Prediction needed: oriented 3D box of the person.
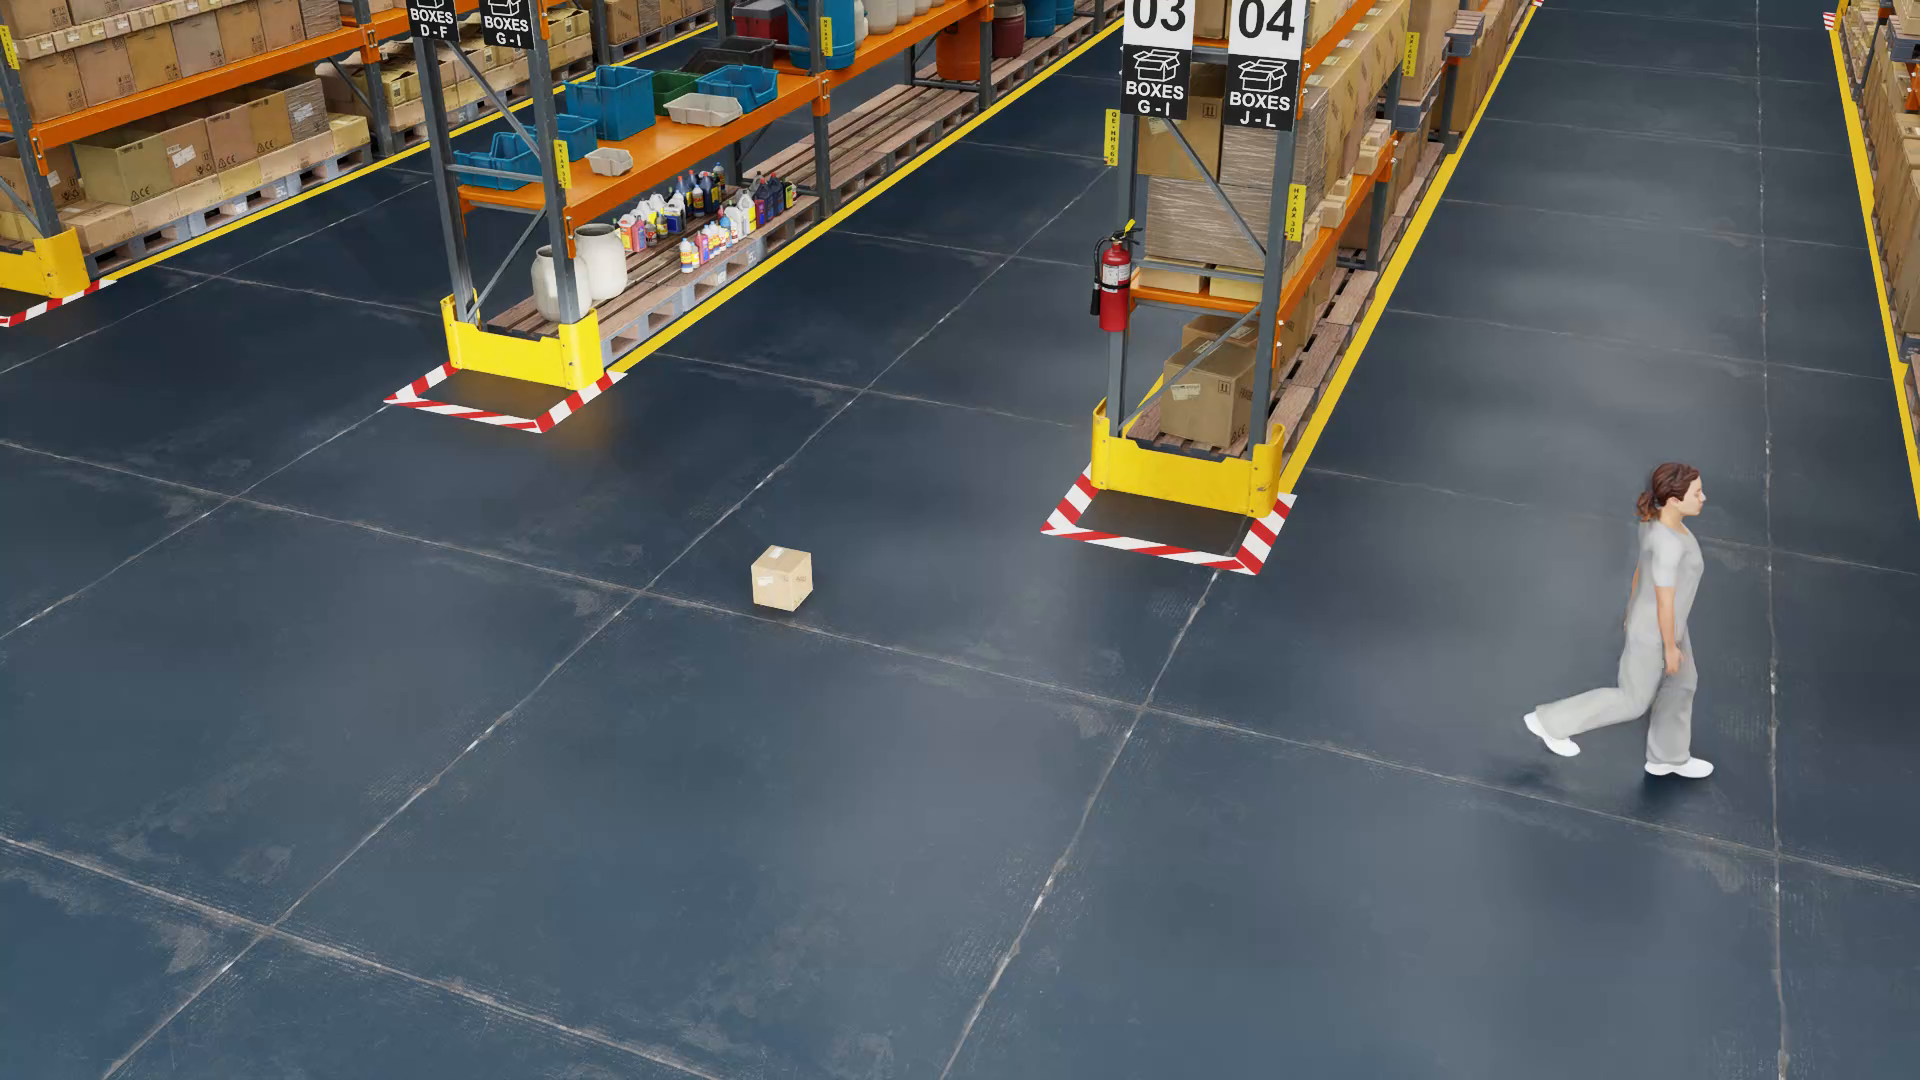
[{"bbox_3d":[3.182,0.393,7.697,0.898,1.639,0.451,10,31,16],"label":"person"}]
